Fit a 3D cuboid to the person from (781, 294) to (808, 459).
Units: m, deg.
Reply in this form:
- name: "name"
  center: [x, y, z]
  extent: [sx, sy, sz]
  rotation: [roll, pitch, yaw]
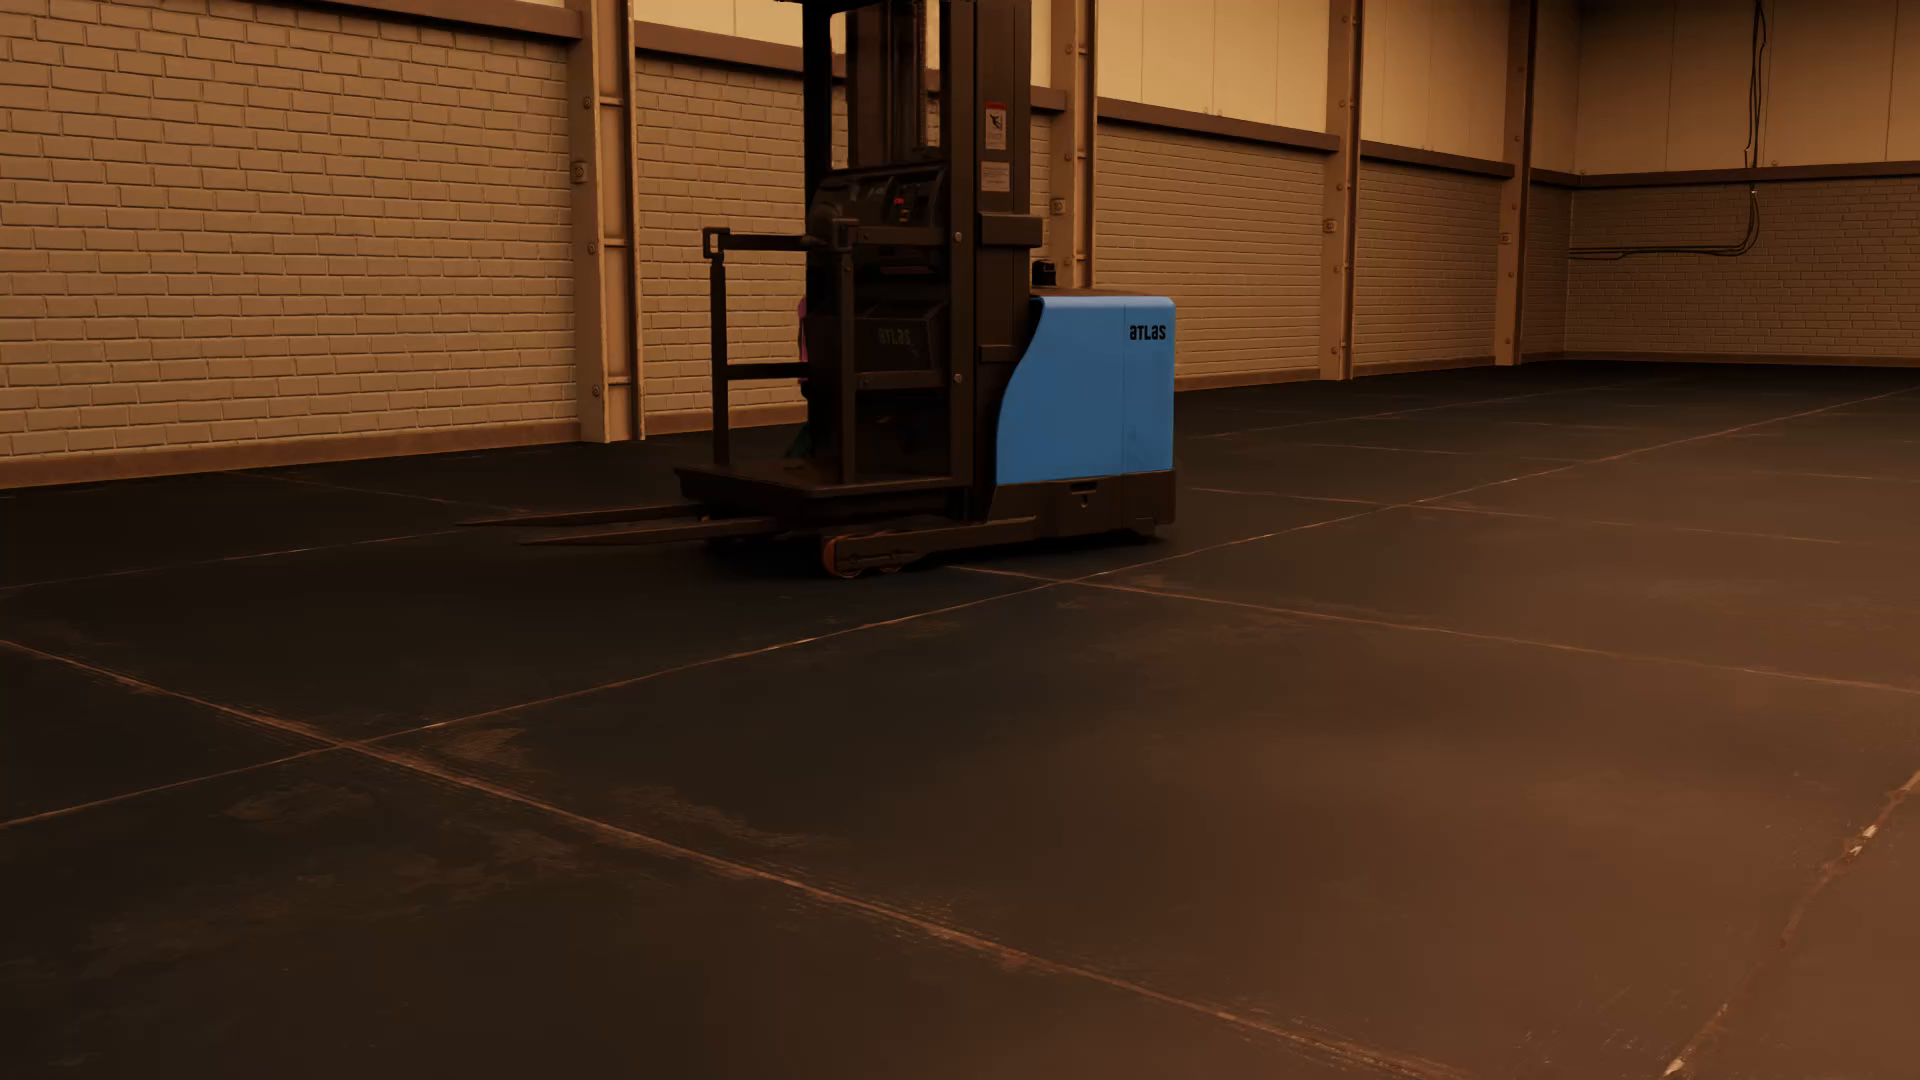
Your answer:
- name: "person"
  center: [-0.705, -0.958, 9.487]
  extent: [0.722, 1.370, 0.603]
  rotation: [6, 10, 37]

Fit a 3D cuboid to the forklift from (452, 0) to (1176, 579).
- name: "forklift"
  center: [-0.519, -1.388, 6.768]
  extent: [3.031, 2.935, 1.130]
  rotation: [-6, 10, -36]
